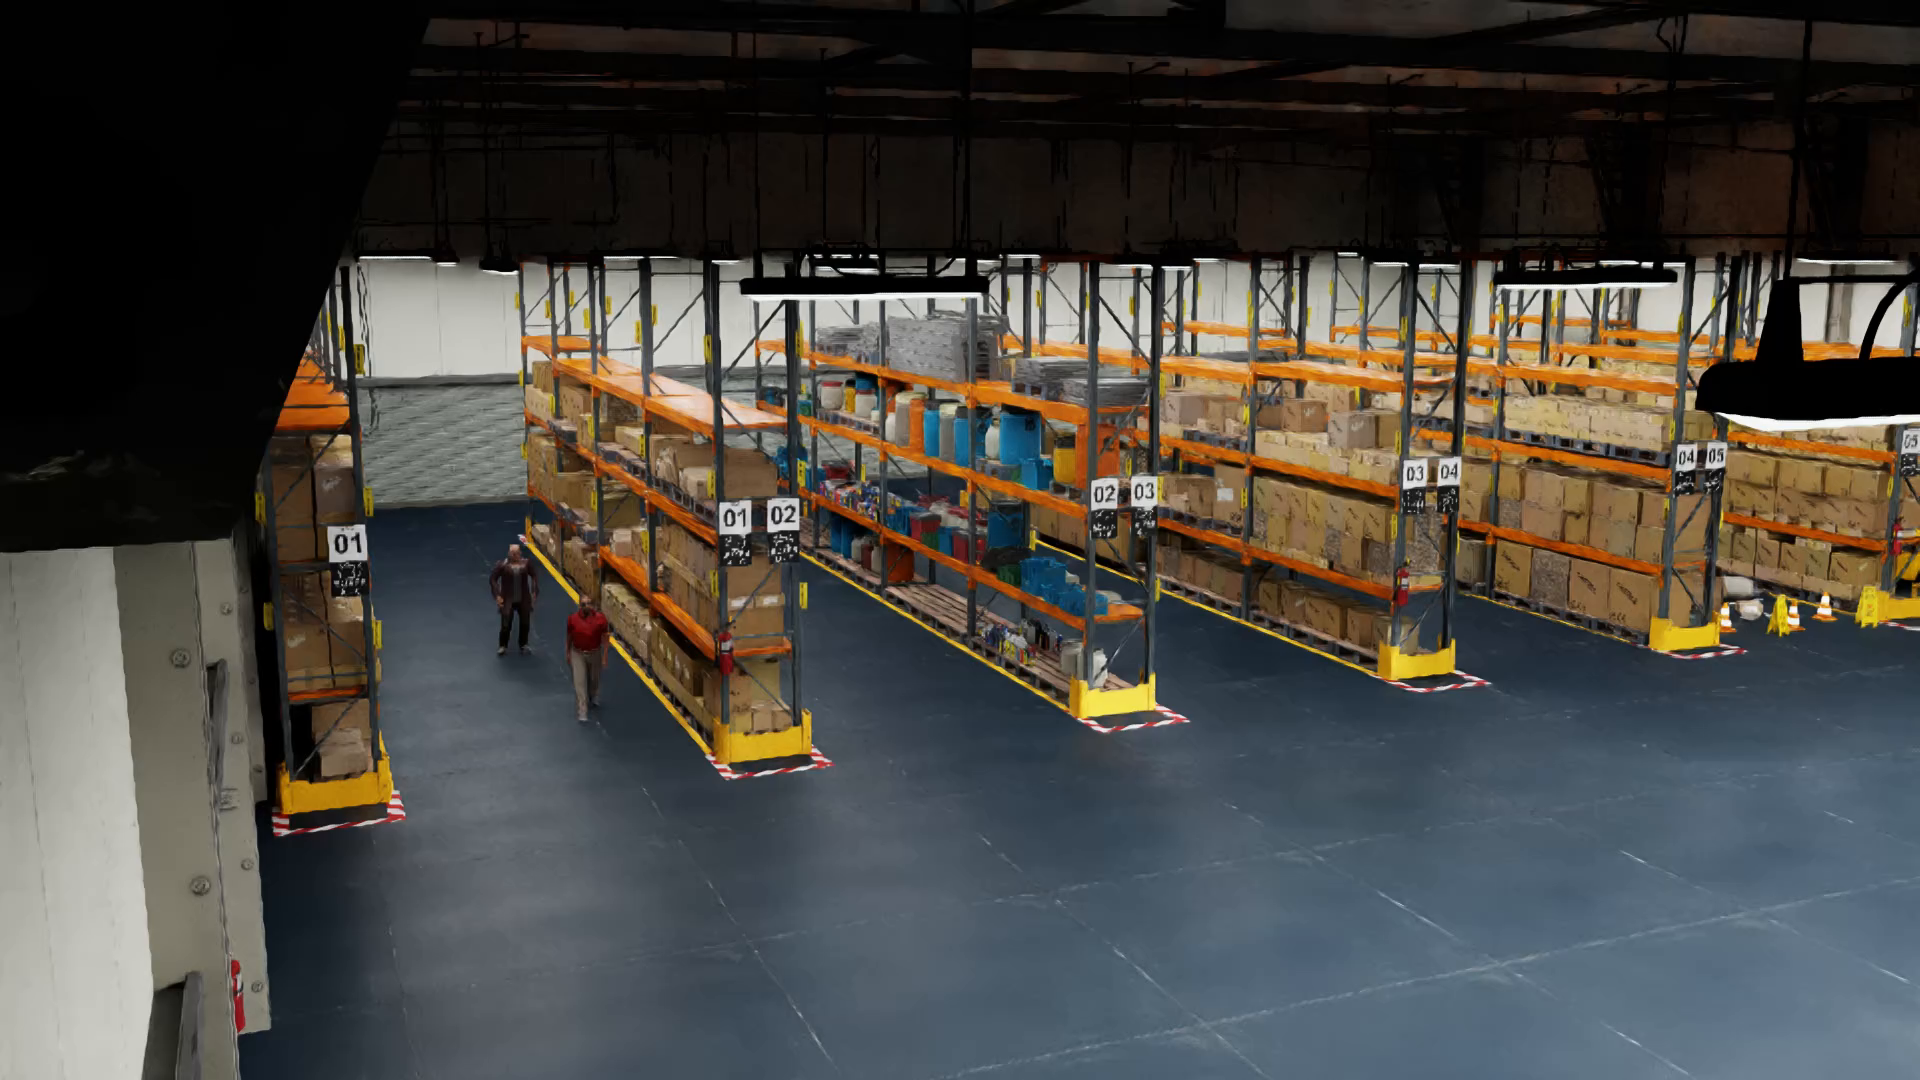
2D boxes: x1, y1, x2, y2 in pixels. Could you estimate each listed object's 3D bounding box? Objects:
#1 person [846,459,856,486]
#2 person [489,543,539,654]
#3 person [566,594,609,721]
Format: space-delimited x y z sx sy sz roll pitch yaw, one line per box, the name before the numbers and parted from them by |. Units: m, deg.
person | -2.367 -0.904 35.340 0.682 1.662 0.844 -9 13 -39
person | -6.810 0.887 25.426 0.729 1.728 0.546 -5 11 -24
person | -4.948 1.517 22.131 0.558 1.658 1.105 -3 11 -17
